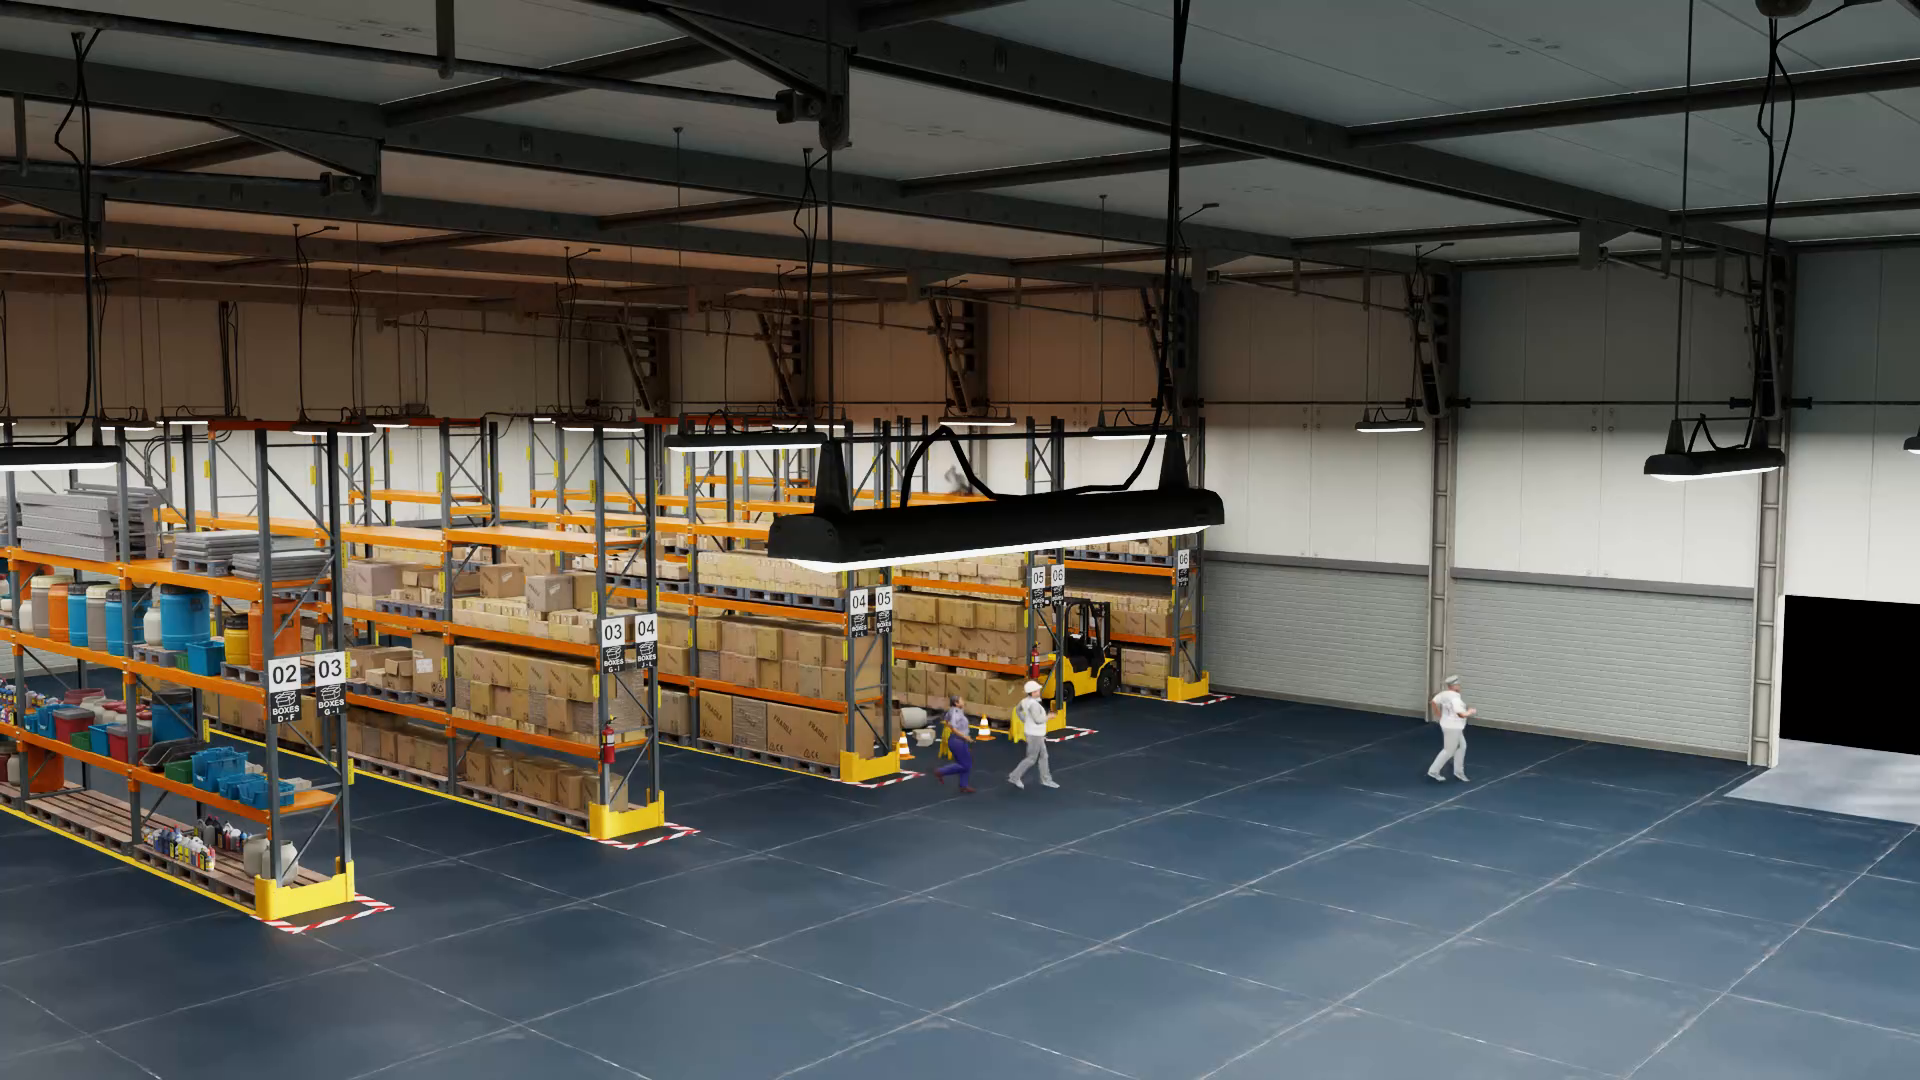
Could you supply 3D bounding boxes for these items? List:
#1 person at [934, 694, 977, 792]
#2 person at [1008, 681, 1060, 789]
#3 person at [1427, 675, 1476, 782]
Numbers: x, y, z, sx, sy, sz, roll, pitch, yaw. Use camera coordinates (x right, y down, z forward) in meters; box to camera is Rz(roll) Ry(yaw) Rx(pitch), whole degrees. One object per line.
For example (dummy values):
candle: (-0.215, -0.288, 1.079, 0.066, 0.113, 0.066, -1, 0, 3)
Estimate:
person: (-0.076, 3.300, 26.935, 0.709, 1.616, 0.608, -1, 5, -7)
person: (1.212, 3.175, 27.024, 0.881, 1.789, 0.651, -1, 5, -6)
person: (8.150, 3.153, 27.581, 0.812, 1.847, 0.634, 0, 5, -1)
